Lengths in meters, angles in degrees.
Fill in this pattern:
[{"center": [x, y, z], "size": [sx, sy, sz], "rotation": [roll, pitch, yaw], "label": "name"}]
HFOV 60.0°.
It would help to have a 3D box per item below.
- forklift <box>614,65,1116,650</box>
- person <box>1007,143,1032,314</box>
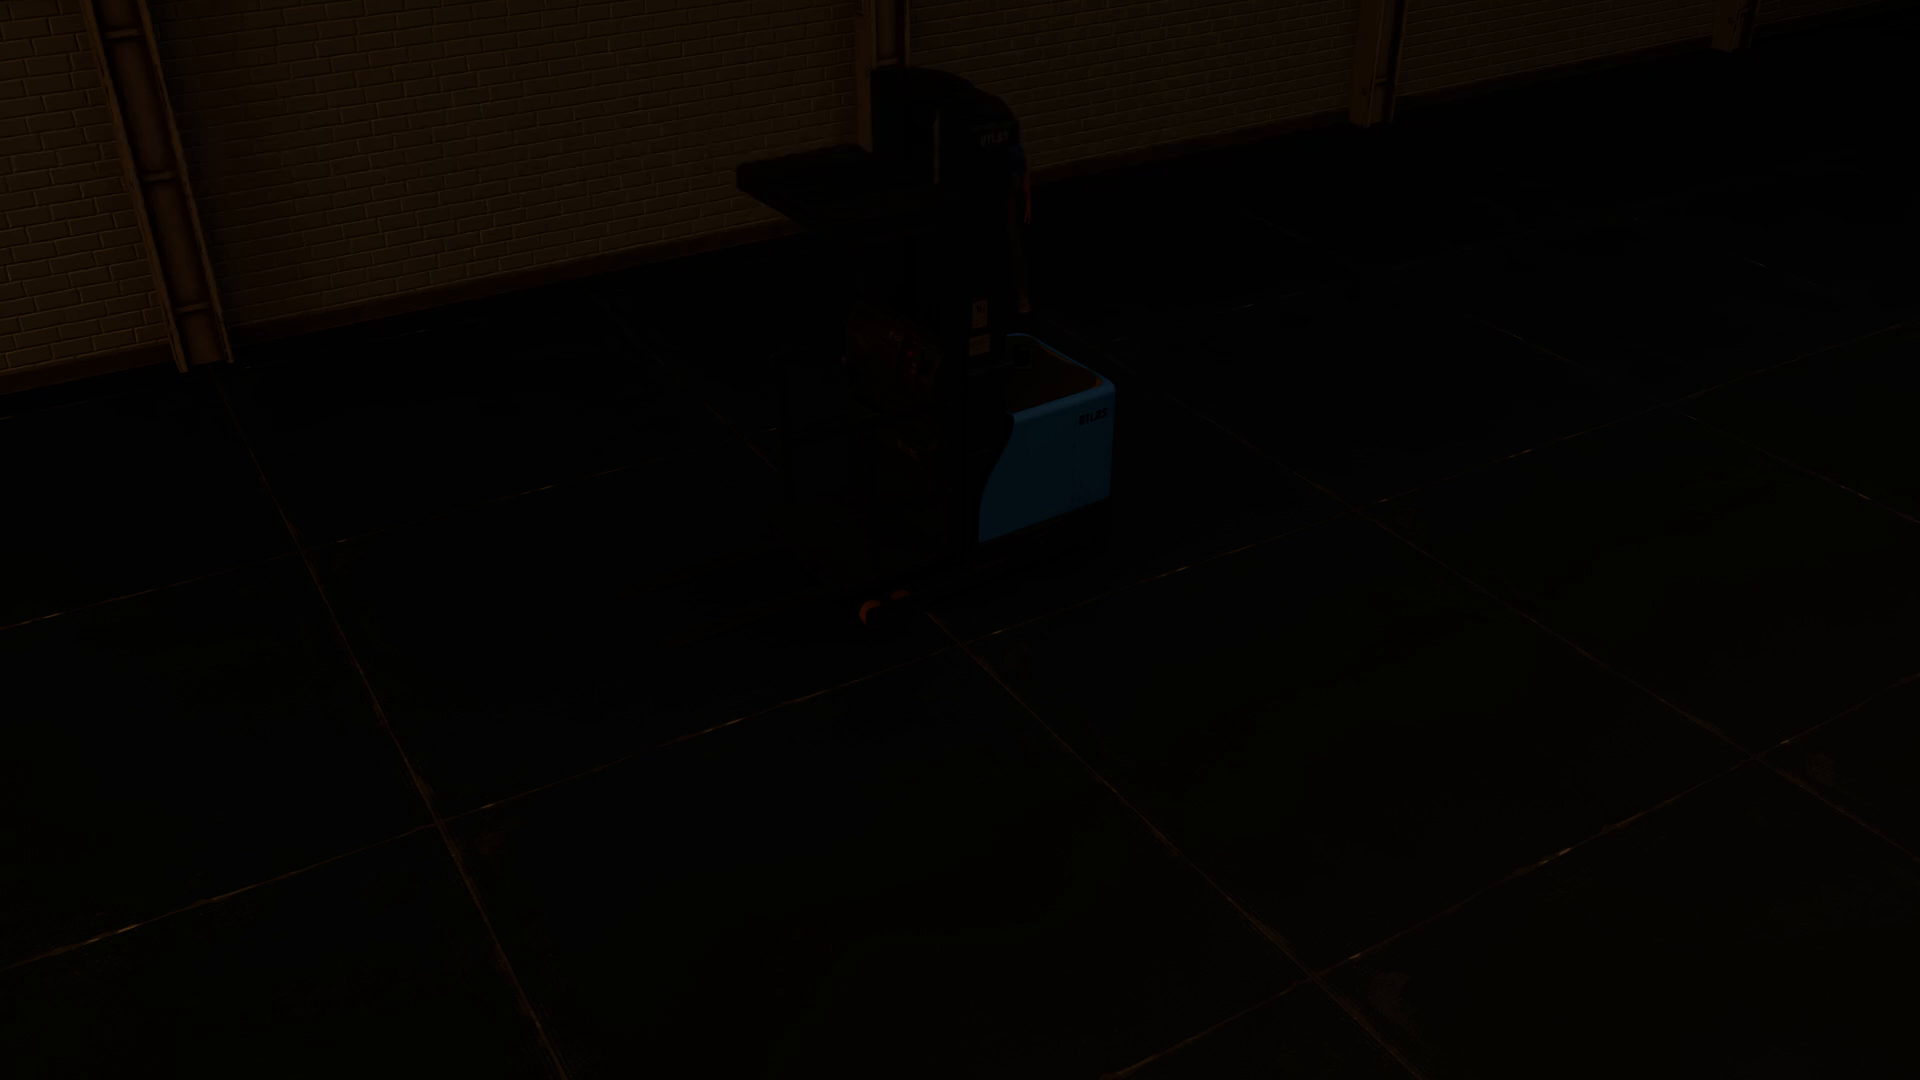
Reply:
[{"center": [-0.552, -1.052, 9.404], "size": [3.031, 2.935, 1.130], "rotation": [-19, 36, -29], "label": "forklift"}, {"center": [0.288, -2.650, 13.327], "size": [0.626, 1.649, 0.373], "rotation": [3, 31, 5], "label": "person"}]
